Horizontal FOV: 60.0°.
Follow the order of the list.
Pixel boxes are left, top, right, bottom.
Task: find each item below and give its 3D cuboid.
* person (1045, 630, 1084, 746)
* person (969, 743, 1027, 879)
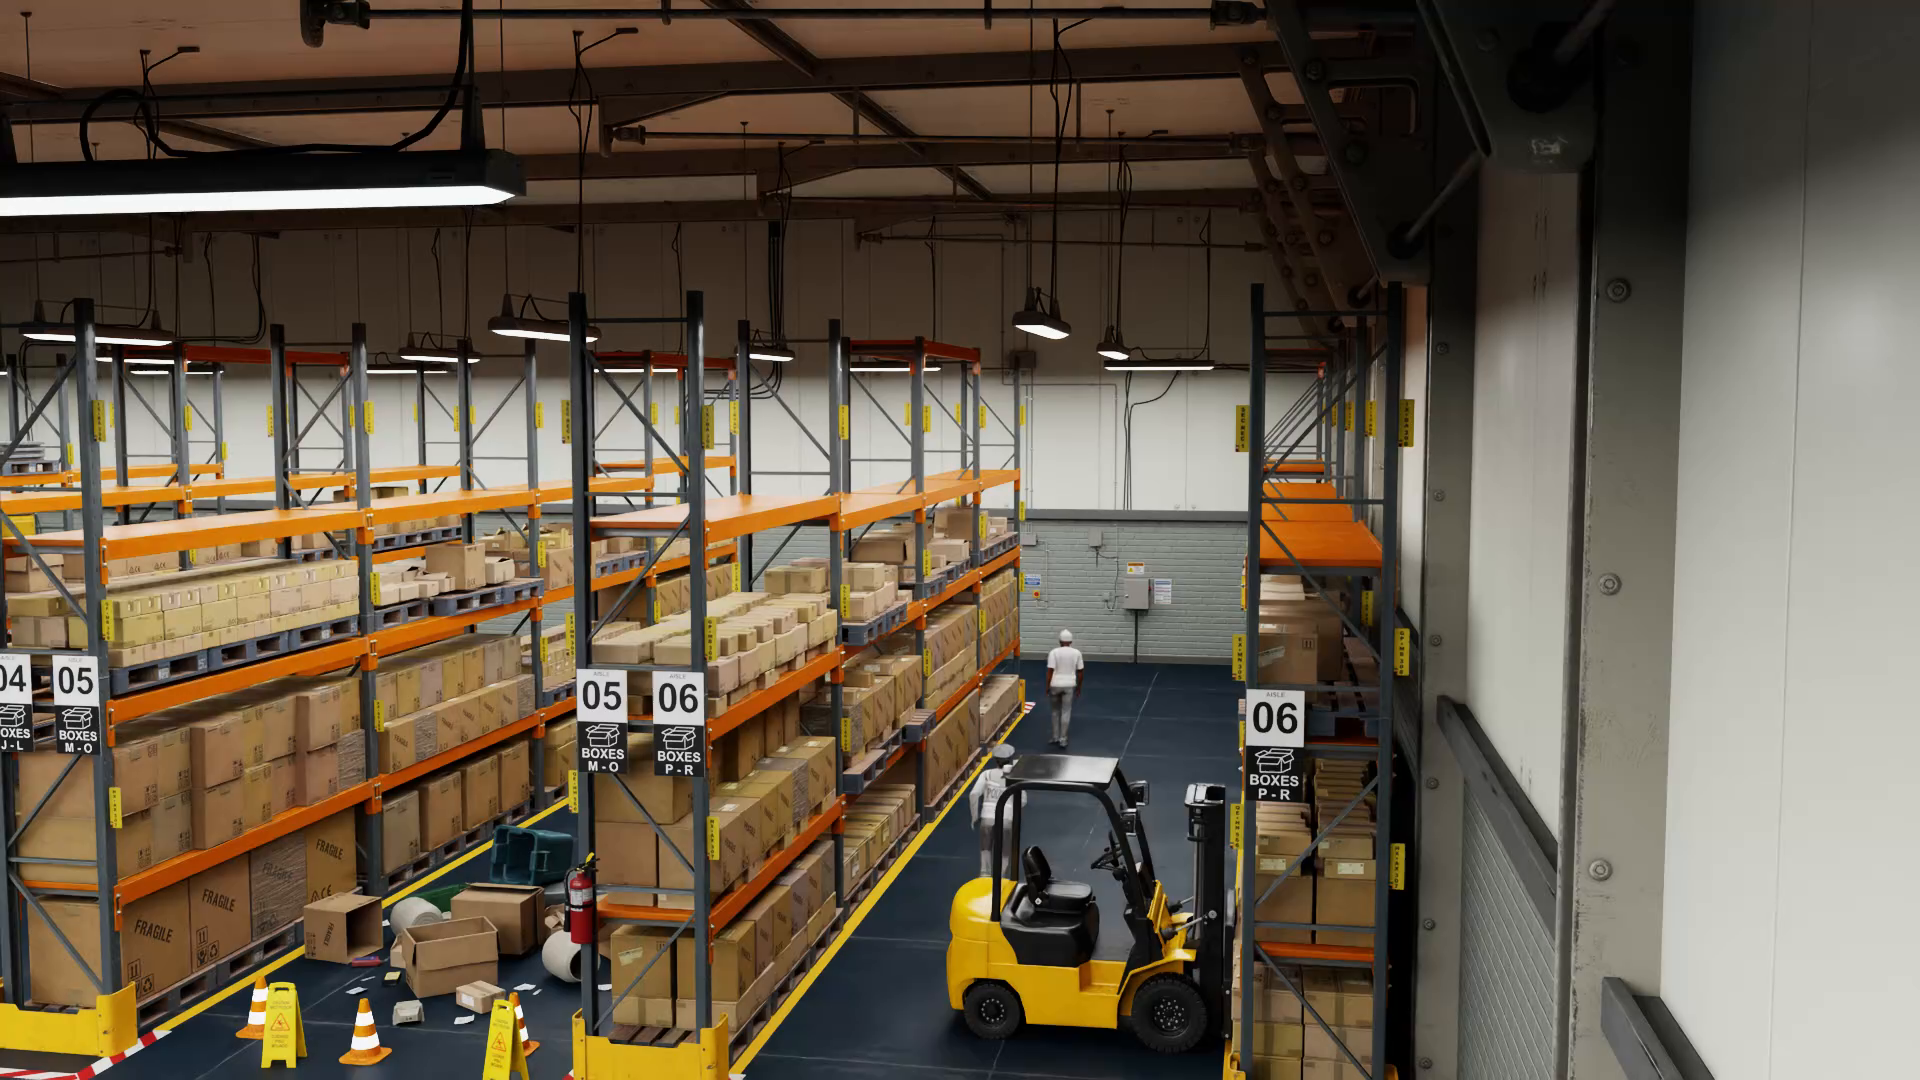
[{"bbox_3d":[1.589,2.272,25.337,0.576,1.810,0.602,1,5,6],"label":"person"},{"bbox_3d":[0.410,2.967,17.601,0.588,1.584,0.690,1,5,12],"label":"person"}]
